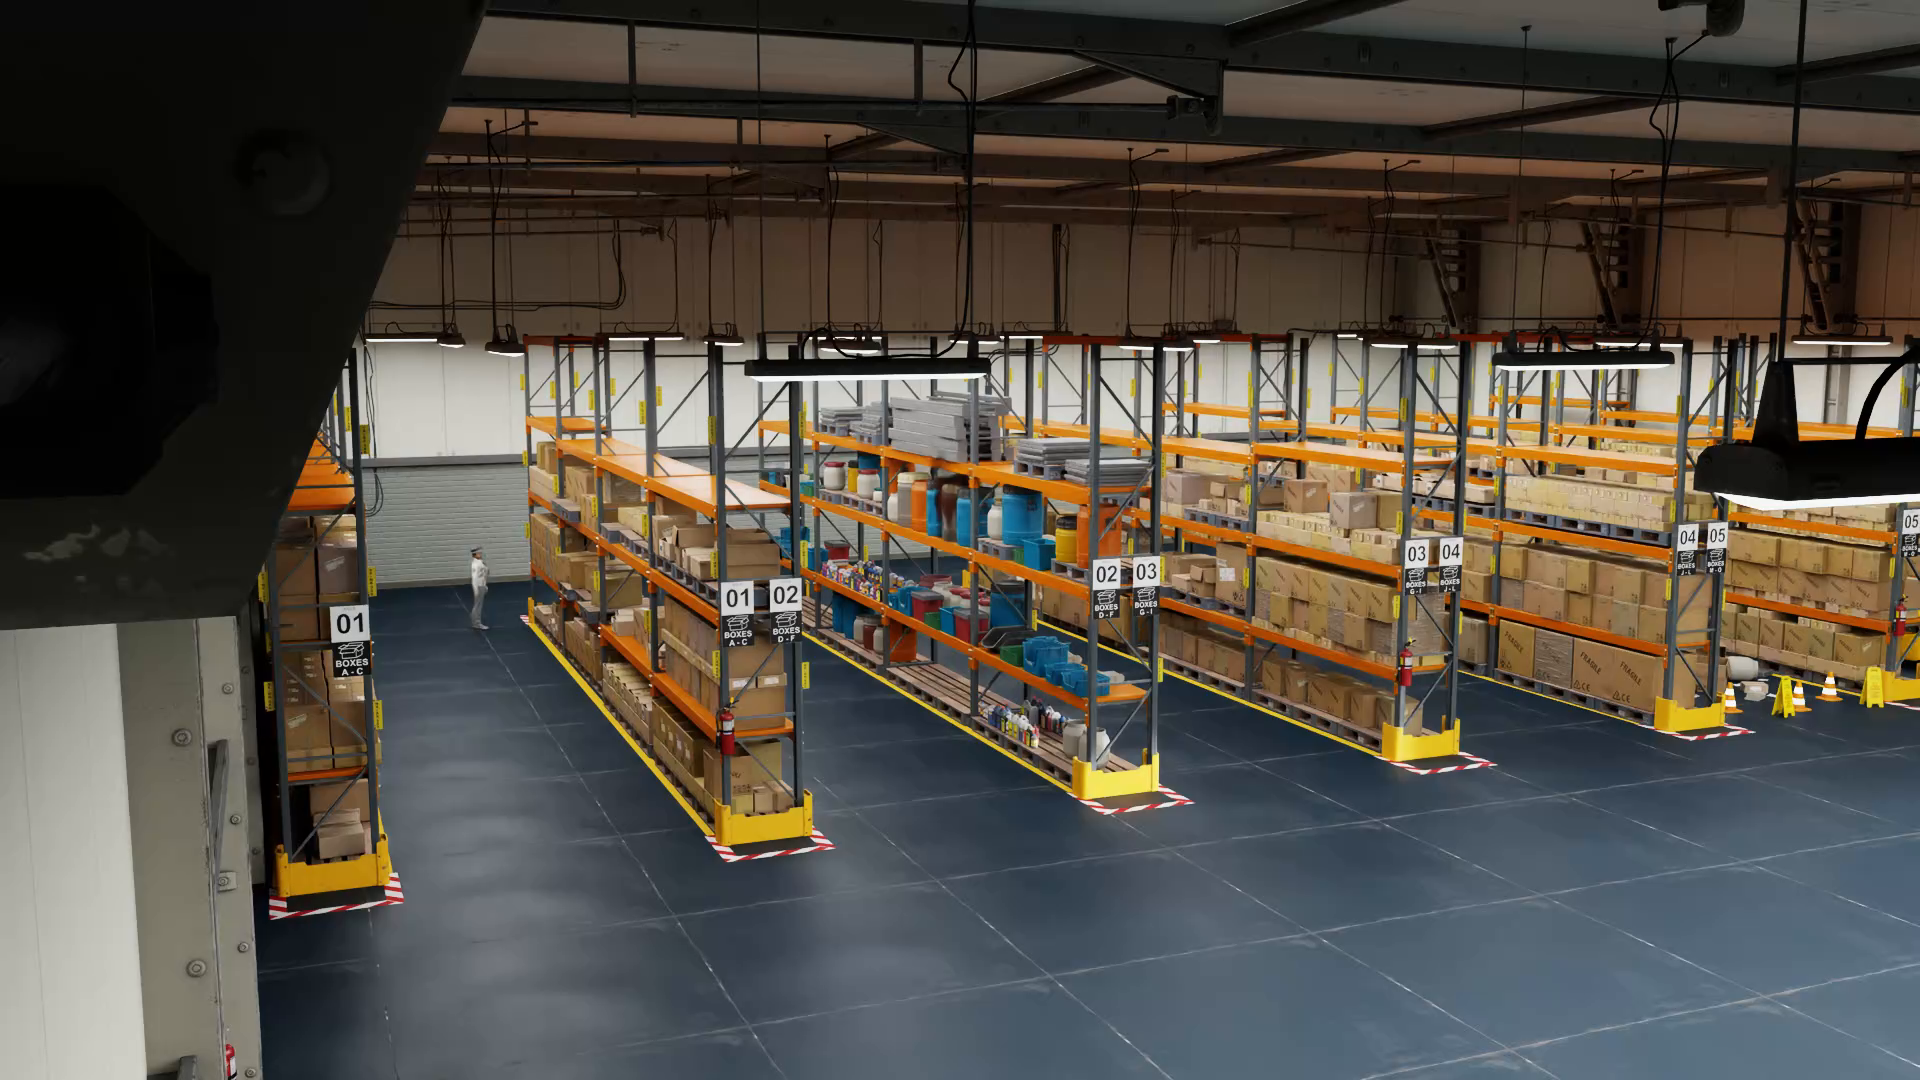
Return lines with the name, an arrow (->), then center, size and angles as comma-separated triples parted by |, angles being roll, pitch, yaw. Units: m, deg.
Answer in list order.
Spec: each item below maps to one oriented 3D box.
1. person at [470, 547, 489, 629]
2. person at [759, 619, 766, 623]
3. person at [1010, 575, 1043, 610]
person -> -9.857, 0.971, 34.093 | 0.390, 1.702, 0.522 | -1, 8, -8
person -> -3.919, 1.336, 31.104 | 0.585, 1.775, 0.556 | 7, 10, 42
person -> 1.303, 1.182, 32.538 | 0.605, 1.809, 0.878 | -3, 8, -19
